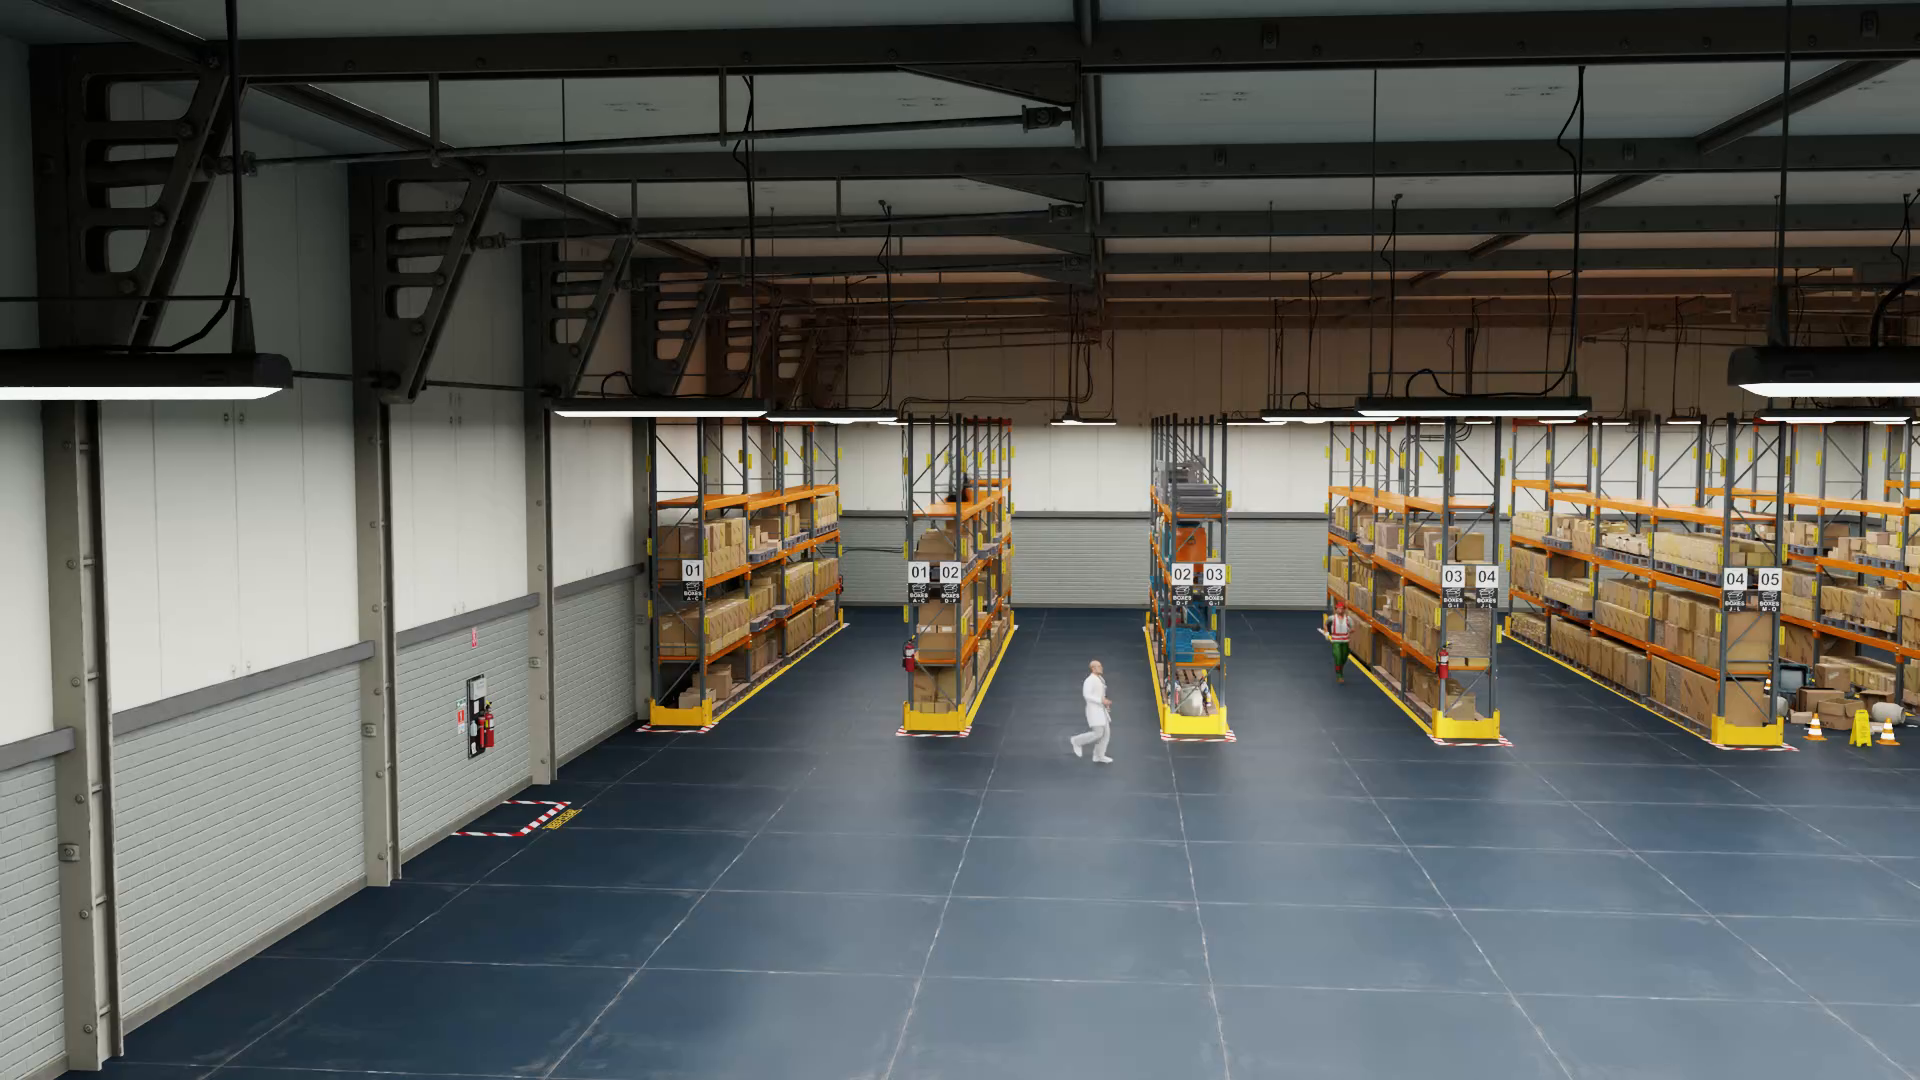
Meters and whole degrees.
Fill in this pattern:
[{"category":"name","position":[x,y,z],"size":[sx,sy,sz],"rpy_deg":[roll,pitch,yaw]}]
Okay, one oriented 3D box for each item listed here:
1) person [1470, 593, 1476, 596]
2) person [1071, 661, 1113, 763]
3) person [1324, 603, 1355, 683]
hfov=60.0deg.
[{"category":"person","position":[13.876,1.908,45.234],"size":[0.548,1.634,0.646],"rpy_deg":[1,4,8]},{"category":"person","position":[2.287,3.026,28.522],"size":[0.754,1.546,0.713],"rpy_deg":[2,4,24]},{"category":"person","position":[8.556,2.288,37.421],"size":[0.661,1.765,1.002],"rpy_deg":[0,4,-1]}]
